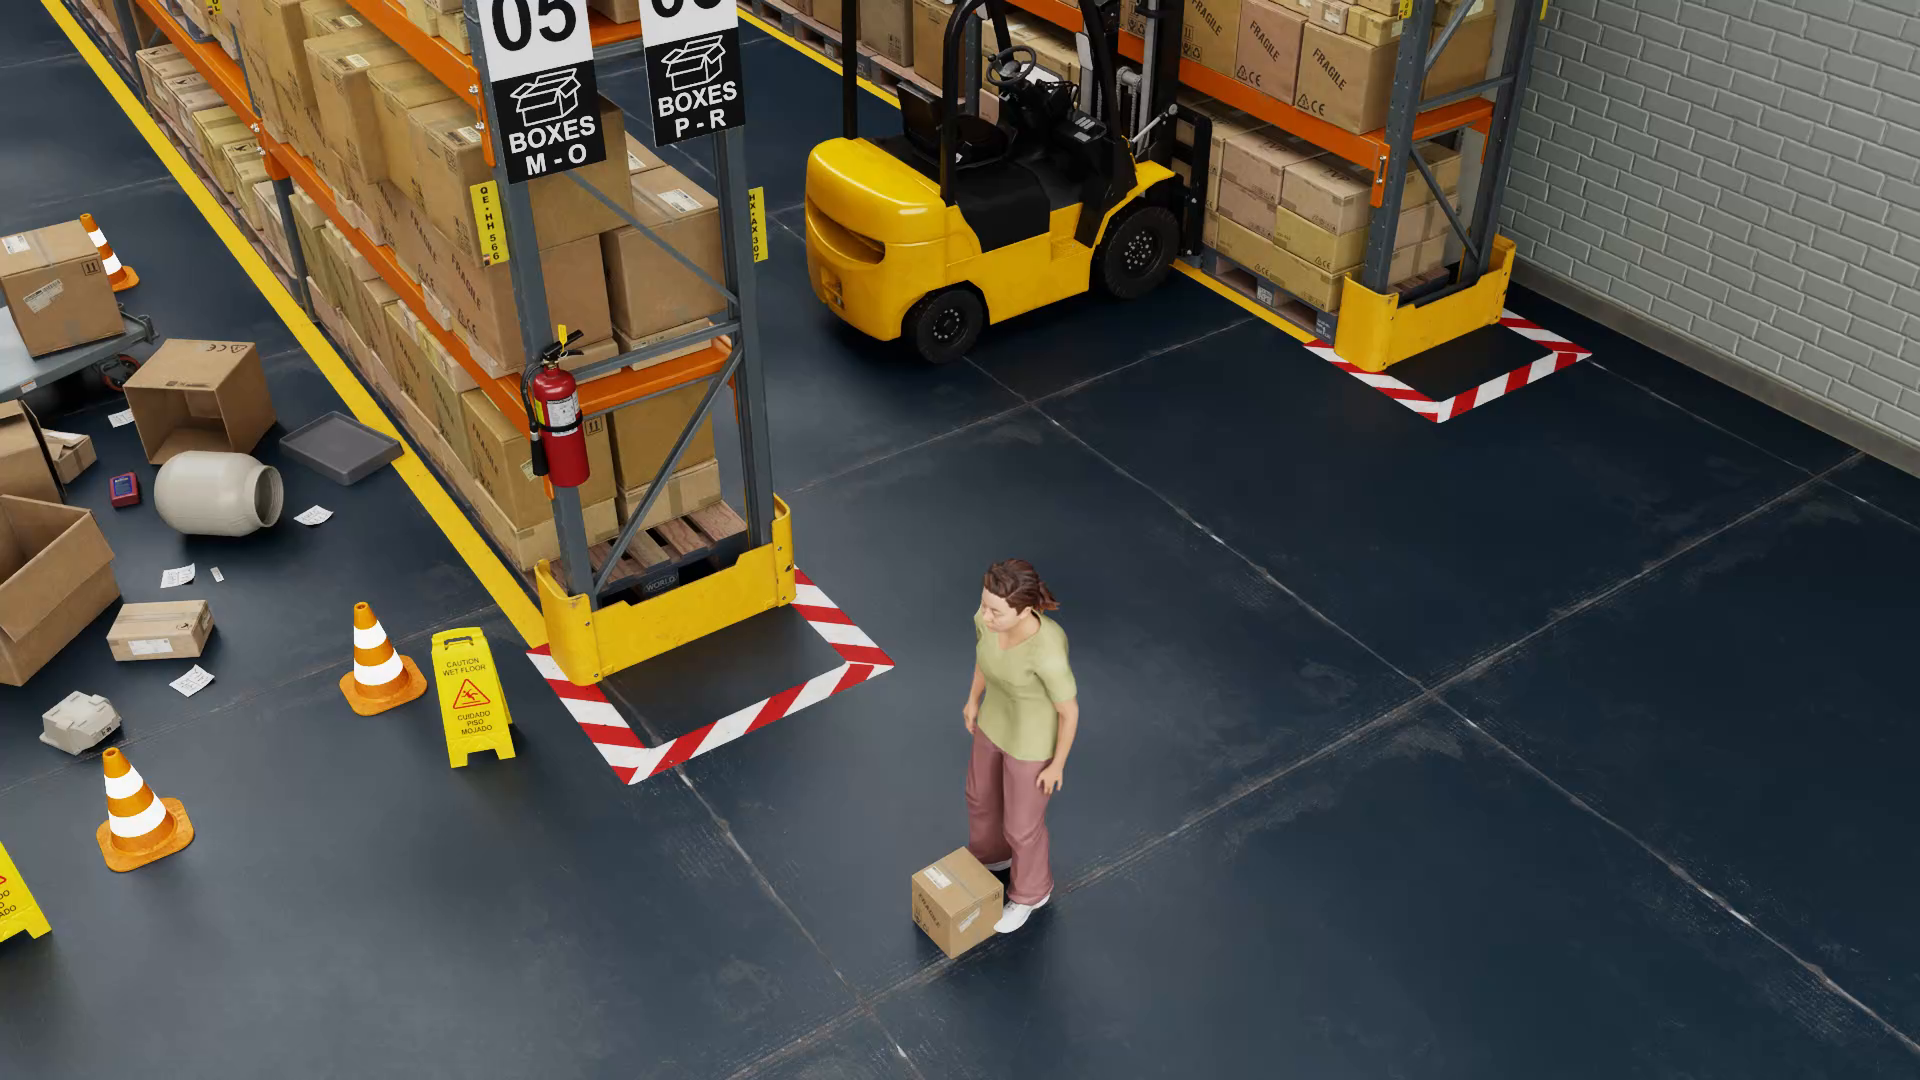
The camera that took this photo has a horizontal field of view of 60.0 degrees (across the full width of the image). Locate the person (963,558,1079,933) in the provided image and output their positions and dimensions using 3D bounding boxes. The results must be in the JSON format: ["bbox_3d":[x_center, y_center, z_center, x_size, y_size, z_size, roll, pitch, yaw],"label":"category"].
[{"bbox_3d":[0.192,0.720,6.028,0.351,1.672,0.521,-25,43,-30],"label":"person"}]
